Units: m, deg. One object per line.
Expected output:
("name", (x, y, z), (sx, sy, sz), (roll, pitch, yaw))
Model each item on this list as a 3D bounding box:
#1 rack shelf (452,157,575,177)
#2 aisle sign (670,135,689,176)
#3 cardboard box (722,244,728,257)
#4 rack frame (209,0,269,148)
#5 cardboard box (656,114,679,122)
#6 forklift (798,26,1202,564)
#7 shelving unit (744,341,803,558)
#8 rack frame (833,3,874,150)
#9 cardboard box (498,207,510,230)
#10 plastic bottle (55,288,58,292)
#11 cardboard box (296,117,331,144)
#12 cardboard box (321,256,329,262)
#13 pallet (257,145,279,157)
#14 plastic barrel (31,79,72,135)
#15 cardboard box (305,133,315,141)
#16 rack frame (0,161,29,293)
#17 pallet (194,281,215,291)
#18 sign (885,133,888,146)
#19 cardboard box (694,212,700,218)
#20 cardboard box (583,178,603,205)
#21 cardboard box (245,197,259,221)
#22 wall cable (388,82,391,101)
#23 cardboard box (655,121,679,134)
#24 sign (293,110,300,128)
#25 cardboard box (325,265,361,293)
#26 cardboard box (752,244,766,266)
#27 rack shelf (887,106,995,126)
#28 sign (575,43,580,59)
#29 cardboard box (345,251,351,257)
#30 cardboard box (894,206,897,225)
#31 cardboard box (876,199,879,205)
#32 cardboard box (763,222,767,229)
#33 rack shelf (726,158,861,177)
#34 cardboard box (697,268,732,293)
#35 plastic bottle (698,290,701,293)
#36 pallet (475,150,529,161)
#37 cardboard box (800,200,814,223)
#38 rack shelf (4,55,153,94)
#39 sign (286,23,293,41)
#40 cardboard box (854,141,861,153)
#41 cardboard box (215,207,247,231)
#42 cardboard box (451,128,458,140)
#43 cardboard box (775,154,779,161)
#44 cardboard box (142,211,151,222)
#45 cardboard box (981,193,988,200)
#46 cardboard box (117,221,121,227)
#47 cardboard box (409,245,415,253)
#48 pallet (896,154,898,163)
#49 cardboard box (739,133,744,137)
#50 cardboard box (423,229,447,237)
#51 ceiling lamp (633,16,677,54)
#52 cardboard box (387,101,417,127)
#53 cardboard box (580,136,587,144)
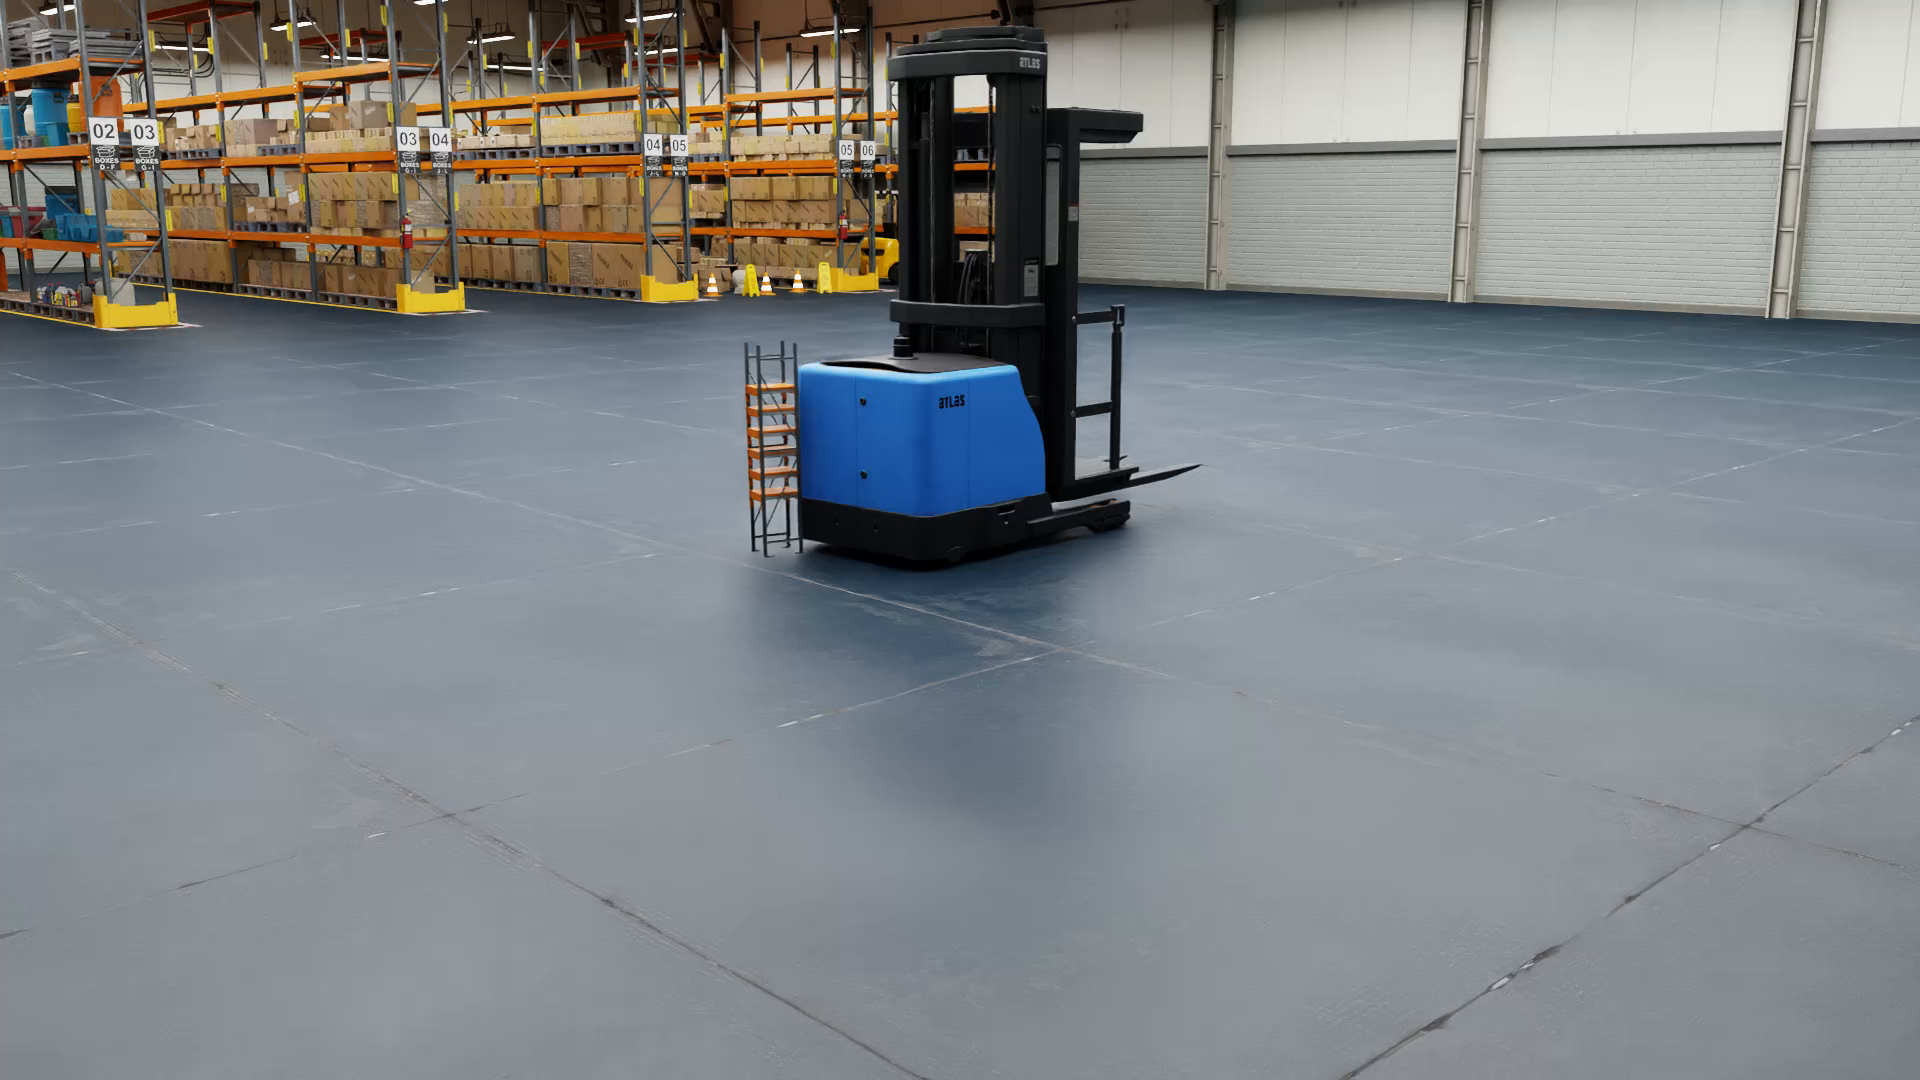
("rack shelf", (-9.919, -8.237, 36.806), (1.077, 0.370, 4.000), (-11, 16, -43))
("aisle sign", (-5.509, -7.549, 32.676), (0.394, 0.787, 0.004), (-11, 16, -43))
("cardboard box", (-6.419, -8.195, 47.411), (0.500, 0.500, 0.500), (-11, 16, -43))
("rack frame", (-14.957, -9.674, 34.564), (1.000, 3.000, 0.127), (-11, 16, -43))
("cardboard box", (-5.776, -8.329, 32.827), (0.380, 0.149, 0.250), (-11, 16, -42))
("forklift", (0.406, -1.546, 10.153), (1.130, 2.935, 3.031), (10, 15, 40))
("shelving unit", (-1.056, -0.516, 9.437), (0.258, 1.200, 0.189), (-7, 14, -28))
("rack frame", (-2.265, -9.887, 35.600), (1.000, 3.000, 0.127), (-11, 16, -43))
("cardboard box", (-9.789, -7.063, 36.514), (0.500, 0.500, 0.500), (-11, 16, -42))
("plastic bottle", (-15.261, -4.121, 28.152), (0.097, 0.271, 0.097), (0, 12, 0))
("cardboard box", (-12.448, -7.959, 32.381), (0.637, 0.503, 0.797), (11, 16, 42))
("cardboard box", (-16.500, -7.374, 43.558), (0.380, 0.149, 0.250), (-11, 16, -43))
("pallet", (-13.263, -7.785, 33.295), (1.213, 0.211, 1.003), (-11, 16, -43))
("plastic barrel", (-15.167, -7.222, 27.813), (0.600, 0.901, 0.708), (-11, 16, -43))
("cardboard box", (-12.193, -7.652, 31.570), (0.250, 0.149, 0.380), (11, 16, 44))
("rack frame", (-18.539, -6.045, 31.820), (1.000, 3.000, 0.127), (-11, 16, -43))
("pallet", (-16.285, -5.673, 36.925), (1.003, 0.211, 1.213), (-11, 16, -43))
("sign", (-1.826, -10.024, 41.639), (0.100, 0.325, 0.005), (-11, 16, -43))
("cardboard box", (-6.134, -7.762, 39.735), (0.380, 0.149, 0.250), (-11, 16, -42))
("cardboard box", (-7.199, -7.133, 34.054), (0.875, 0.550, 0.500), (-11, 16, -43))
("cardboard box", (-14.555, -6.917, 34.762), (0.500, 0.500, 0.500), (9, 15, 38))
("wall cable", (-17.446, -13.013, 50.773), (0.463, 3.000, 0.029), (-11, 16, -43))
("cardboard box", (-5.923, -8.146, 32.931), (0.500, 0.250, 0.500), (-11, 16, -43))
("sign", (-12.594, -7.989, 31.564), (0.100, 0.325, 0.005), (-11, 16, -43))
("cardboard box", (-11.948, -5.069, 32.236), (0.500, 0.500, 0.500), (11, 16, 43))
("cardboard box", (-4.437, -6.559, 38.227), (0.500, 0.500, 0.500), (-10, 15, -40))
("rack shelf", (-0.059, -10.323, 40.490), (1.077, 0.370, 4.000), (-11, 16, -43))
("sign", (-8.119, -10.375, 35.262), (0.100, 0.325, 0.005), (-11, 16, -43))
("cardboard box", (-15.450, -7.292, 42.422), (0.250, 0.149, 0.380), (11, 16, 43))
("cardboard box", (-1.322, -8.173, 41.898), (0.500, 0.500, 0.500), (11, 16, 44))
("cardboard box", (-2.028, -8.646, 42.586), (0.380, 0.149, 0.250), (-11, 16, -43))
("cardboard box", (-4.272, -7.179, 37.947), (0.380, 0.149, 0.250), (-11, 16, -43))
("rack shelf", (-3.646, -8.357, 37.392), (1.077, 0.370, 4.000), (-11, 16, -43))
("cardboard box", (-5.309, -5.630, 35.989), (0.637, 0.503, 0.797), (1, 12, 6))
("plastic bottle", (-5.696, -5.332, 35.641), (0.283, 0.061, 0.133), (6, 13, 26))
("pallet", (-10.043, -8.539, 36.959), (1.003, 0.211, 1.213), (-10, 15, -40))
("cardboard box", (-3.182, -7.258, 36.722), (0.500, 0.500, 0.500), (-11, 16, -42))
("rack shelf", (-14.396, -7.560, 27.077), (1.077, 0.370, 4.000), (-11, 16, -43))
("sign", (-12.592, -9.547, 31.241), (0.100, 0.325, 0.005), (-11, 16, -43))
("cardboard box", (-2.420, -8.601, 36.425), (0.500, 0.250, 0.500), (-11, 16, -44))
("cardboard box", (-15.477, -6.822, 35.342), (0.500, 0.500, 0.500), (-10, 15, -41))
("cardboard box", (-11.767, -9.328, 38.174), (0.396, 0.266, 0.258), (-11, 16, -43))
("cardboard box", (-3.923, -8.573, 37.280), (0.380, 0.149, 0.250), (-11, 16, -42))
("cardboard box", (-18.573, -7.494, 38.489), (0.500, 0.250, 0.500), (-10, 15, -41))
("cardboard box", (0.730, -8.208, 39.725), (0.380, 0.149, 0.250), (-11, 16, -42))
("cardboard box", (-19.939, -7.570, 39.842), (0.380, 0.149, 0.250), (-11, 16, -43))
("cardboard box", (-13.025, -7.047, 39.979), (0.500, 0.250, 0.500), (-10, 15, -40))
("pallet", (-0.832, -9.530, 41.519), (1.003, 0.211, 1.213), (-11, 16, -43))
("cardboard box", (-5.493, -9.591, 39.690), (0.500, 0.250, 0.500), (-11, 16, -44))
("cardboard box", (-9.457, -5.520, 29.891), (0.380, 0.149, 0.250), (-11, 16, -43))
("ceiling lamp", (-7.975, -14.761, 44.791), (0.800, 3.185, 2.000), (-11, 16, -43))
("cardboard box", (-10.262, -7.731, 30.344), (0.500, 0.500, 0.500), (-11, 16, -43))
("cardboard box", (-7.482, -8.106, 33.724), (0.380, 0.149, 0.250), (-11, 16, -42))
